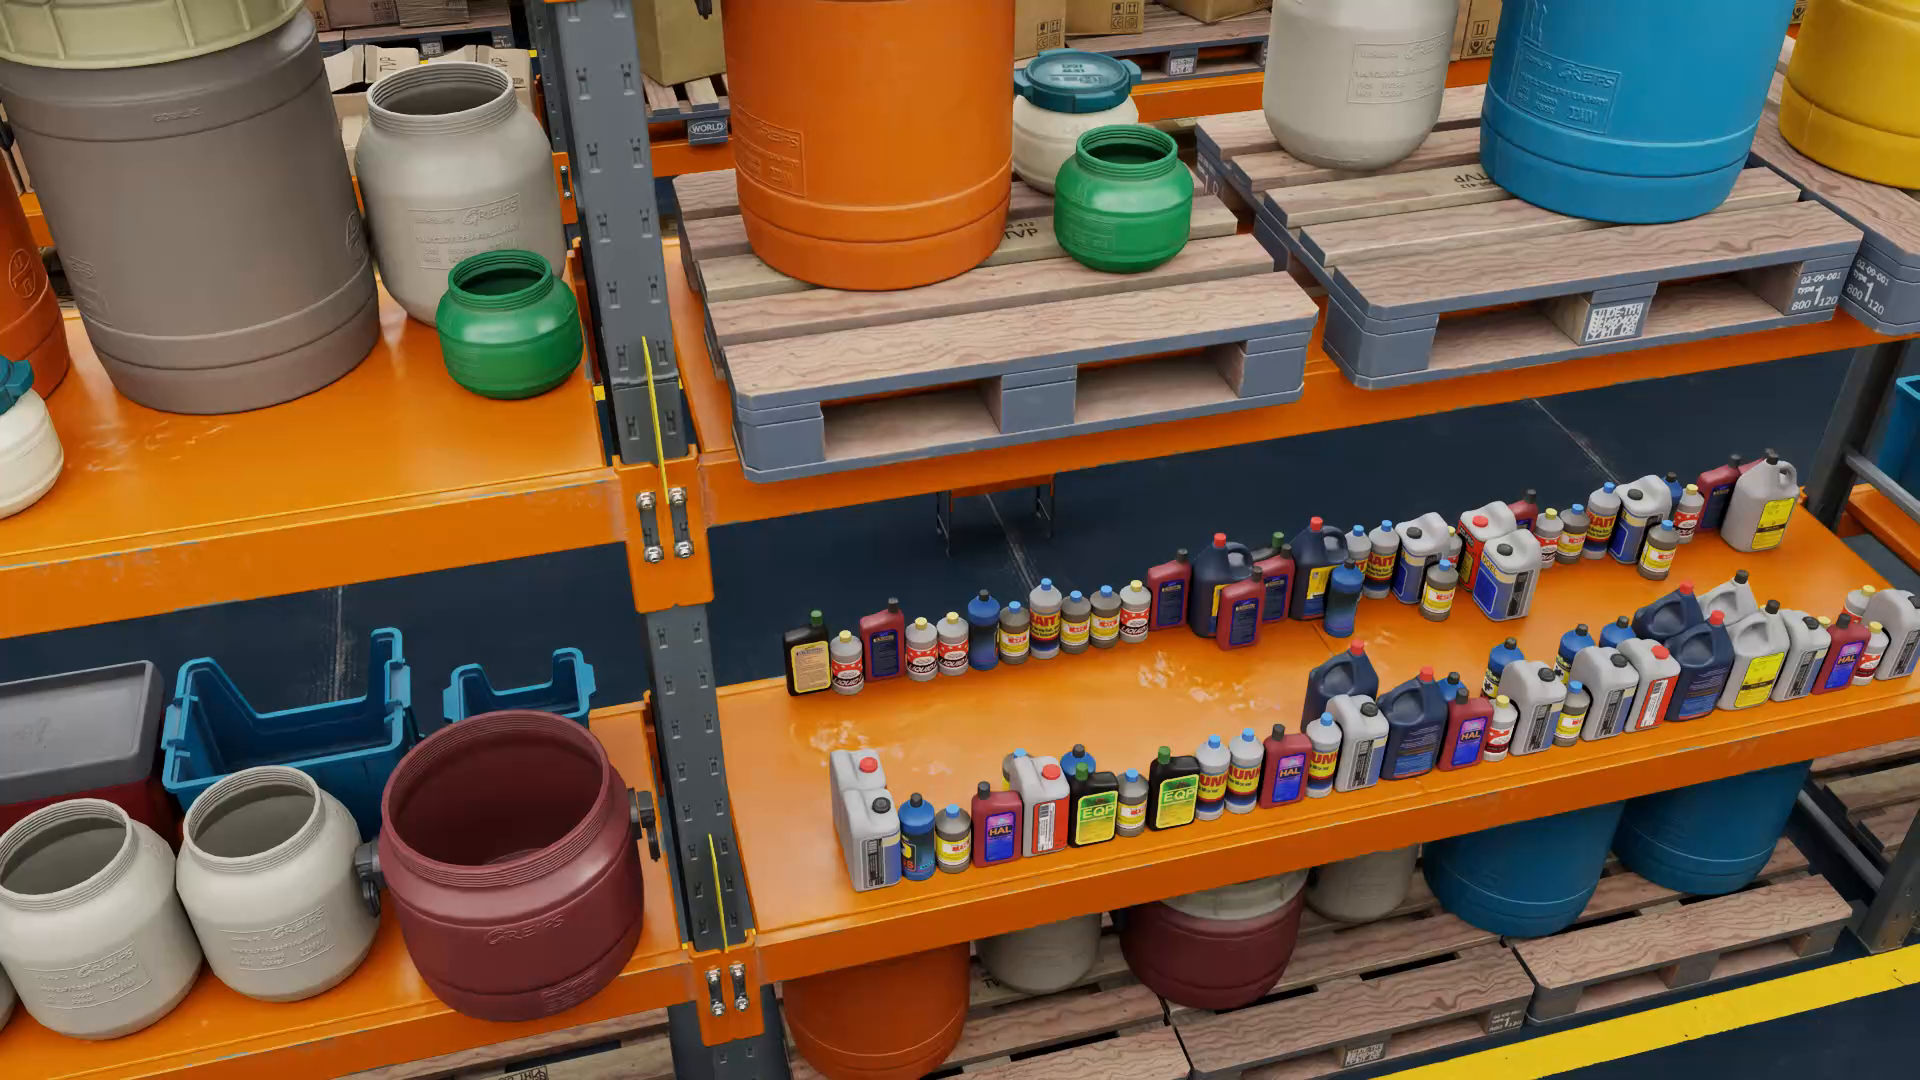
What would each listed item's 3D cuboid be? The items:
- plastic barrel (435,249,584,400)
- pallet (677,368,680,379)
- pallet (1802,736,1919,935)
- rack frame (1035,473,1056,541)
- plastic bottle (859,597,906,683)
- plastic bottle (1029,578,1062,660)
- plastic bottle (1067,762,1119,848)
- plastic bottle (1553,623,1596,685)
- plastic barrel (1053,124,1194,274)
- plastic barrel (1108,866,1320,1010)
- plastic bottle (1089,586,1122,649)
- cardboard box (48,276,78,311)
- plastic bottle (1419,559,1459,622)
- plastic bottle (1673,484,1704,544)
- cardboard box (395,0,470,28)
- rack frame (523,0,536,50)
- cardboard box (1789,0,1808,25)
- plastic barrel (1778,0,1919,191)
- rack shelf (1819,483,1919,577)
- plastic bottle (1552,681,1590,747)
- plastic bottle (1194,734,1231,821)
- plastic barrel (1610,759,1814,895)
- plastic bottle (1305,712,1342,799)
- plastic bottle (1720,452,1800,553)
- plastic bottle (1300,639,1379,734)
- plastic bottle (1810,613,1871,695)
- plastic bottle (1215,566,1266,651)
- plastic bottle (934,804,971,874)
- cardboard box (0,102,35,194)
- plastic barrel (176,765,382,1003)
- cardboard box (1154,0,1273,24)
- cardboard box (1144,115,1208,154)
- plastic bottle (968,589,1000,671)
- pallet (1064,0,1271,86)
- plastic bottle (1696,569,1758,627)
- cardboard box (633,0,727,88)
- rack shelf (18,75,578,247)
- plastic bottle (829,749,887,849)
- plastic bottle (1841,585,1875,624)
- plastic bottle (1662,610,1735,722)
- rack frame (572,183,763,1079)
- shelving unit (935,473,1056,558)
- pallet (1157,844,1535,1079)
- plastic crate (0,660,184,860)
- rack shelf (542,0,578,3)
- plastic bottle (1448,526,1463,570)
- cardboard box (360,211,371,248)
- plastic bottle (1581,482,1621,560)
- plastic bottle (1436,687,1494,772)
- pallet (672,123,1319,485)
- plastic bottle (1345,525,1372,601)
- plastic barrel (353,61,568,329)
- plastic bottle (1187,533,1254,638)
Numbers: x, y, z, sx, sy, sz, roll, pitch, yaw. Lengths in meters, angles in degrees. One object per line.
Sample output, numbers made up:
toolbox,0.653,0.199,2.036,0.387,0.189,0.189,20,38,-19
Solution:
plastic barrel,-0.959,-0.459,3.540,0.294,0.245,0.294,0,37,0
pallet,-1.292,-1.293,9.267,1.213,0.211,1.003,-9,38,-12
pallet,3.827,0.936,6.352,1.213,0.211,1.003,-9,38,-12
rack frame,0.395,-0.541,7.470,0.015,1.200,0.240,-9,38,-12
plastic bottle,-0.232,0.297,4.989,0.133,0.283,0.061,-9,38,-12
plastic bottle,0.260,0.233,5.083,0.097,0.271,0.097,0,37,0
plastic bottle,0.356,0.701,4.461,0.133,0.283,0.061,-9,38,-12
plastic bottle,1.811,0.360,4.917,0.097,0.271,0.097,0,37,0
plastic barrel,0.348,-0.728,3.546,0.294,0.245,0.294,0,37,0
plastic barrel,0.824,1.126,5.448,0.708,0.588,0.600,-9,38,-12
plastic bottle,0.448,0.230,5.145,0.097,0.201,0.097,0,37,0
cardboard box,-4.436,-1.047,8.105,0.500,0.311,0.500,-11,39,-13
plastic bottle,1.514,0.150,5.248,0.097,0.201,0.097,0,37,0
plastic bottle,2.427,-0.095,5.569,0.097,0.201,0.097,0,37,0
cardboard box,-3.999,-4.247,12.528,0.500,0.500,0.700,-9,38,-11
rack frame,-3.317,-5.210,12.091,0.127,3.000,1.000,-9,38,-12
cardboard box,4.840,-3.297,9.508,0.500,0.500,0.500,-9,38,-12
plastic barrel,2.299,-1.201,3.882,0.600,0.588,0.600,0,37,0
rack shelf,5.058,-0.063,5.956,4.000,0.370,1.077,-9,38,-12
plastic bottle,1.757,0.492,4.801,0.097,0.201,0.097,0,37,0
plastic bottle,0.685,0.640,4.550,0.097,0.271,0.097,0,37,0
plastic barrel,2.598,0.711,5.733,0.708,0.901,0.600,-9,38,-12
plastic bottle,1.002,0.588,4.618,0.097,0.271,0.097,0,37,0
plastic bottle,2.664,-0.140,5.505,0.185,0.351,0.144,-9,38,-12
plastic bottle,1.092,0.432,4.757,0.185,0.351,0.144,-9,38,-12
plastic bottle,2.620,0.330,4.946,0.133,0.283,0.061,-9,38,-12
plastic bottle,0.864,0.208,5.106,0.133,0.283,0.061,-9,38,-12
plastic bottle,-0.019,0.784,4.420,0.097,0.201,0.097,0,37,0
cardboard box,-4.146,-1.985,7.794,0.500,0.500,0.500,-9,38,-12
plastic barrel,-1.672,0.845,4.084,0.421,0.512,0.421,0,37,0
cardboard box,1.324,-3.201,9.037,0.500,0.500,0.700,-23,43,-27
cardboard box,1.309,-2.186,9.835,0.500,0.500,0.500,-11,39,-14
plastic bottle,0.072,0.263,5.043,0.097,0.271,0.097,0,37,0
pallet,1.039,-2.799,9.099,1.213,0.211,1.003,-9,38,-12
plastic bottle,2.288,0.240,5.007,0.185,0.351,0.144,-9,38,-12
cardboard box,-1.444,-2.677,8.353,0.500,0.500,0.700,-23,43,-27
rack shelf,-3.953,-1.702,8.098,4.000,0.370,1.077,-9,38,-12
plastic bottle,-0.272,0.683,4.491,0.135,0.276,0.152,-9,38,-12
plastic bottle,2.781,0.229,5.146,0.097,0.201,0.097,0,37,0
plastic bottle,2.147,0.354,4.859,0.185,0.351,0.144,-9,38,-12
rack frame,-0.734,0.602,4.495,0.127,3.000,1.000,-9,38,-12
shelving unit,0.160,-0.503,7.420,0.503,1.200,0.258,-9,38,-12
pallet,1.191,1.369,5.787,1.213,0.211,1.003,-9,38,-12
plastic crate,-2.374,0.653,4.375,0.583,0.464,0.402,-9,38,-12
rack shelf,-2.665,-1.020,2.598,4.000,0.370,1.077,-9,38,-12
plastic bottle,1.568,0.046,5.385,0.097,0.201,0.097,0,37,0
cardboard box,-3.109,-1.603,8.833,0.500,0.311,0.500,-10,39,-13
plastic bottle,2.109,-0.071,5.480,0.097,0.271,0.097,0,37,0
plastic bottle,1.426,0.526,4.690,0.133,0.283,0.061,-9,38,-12
pallet,0.030,-0.579,3.724,1.213,0.211,1.003,-9,38,-12
plastic bottle,1.250,0.070,5.296,0.097,0.271,0.097,0,37,0
plastic barrel,-1.114,-0.765,3.720,0.421,0.512,0.421,0,37,0
plastic bottle,0.813,0.125,5.158,0.185,0.351,0.144,-9,38,-12
